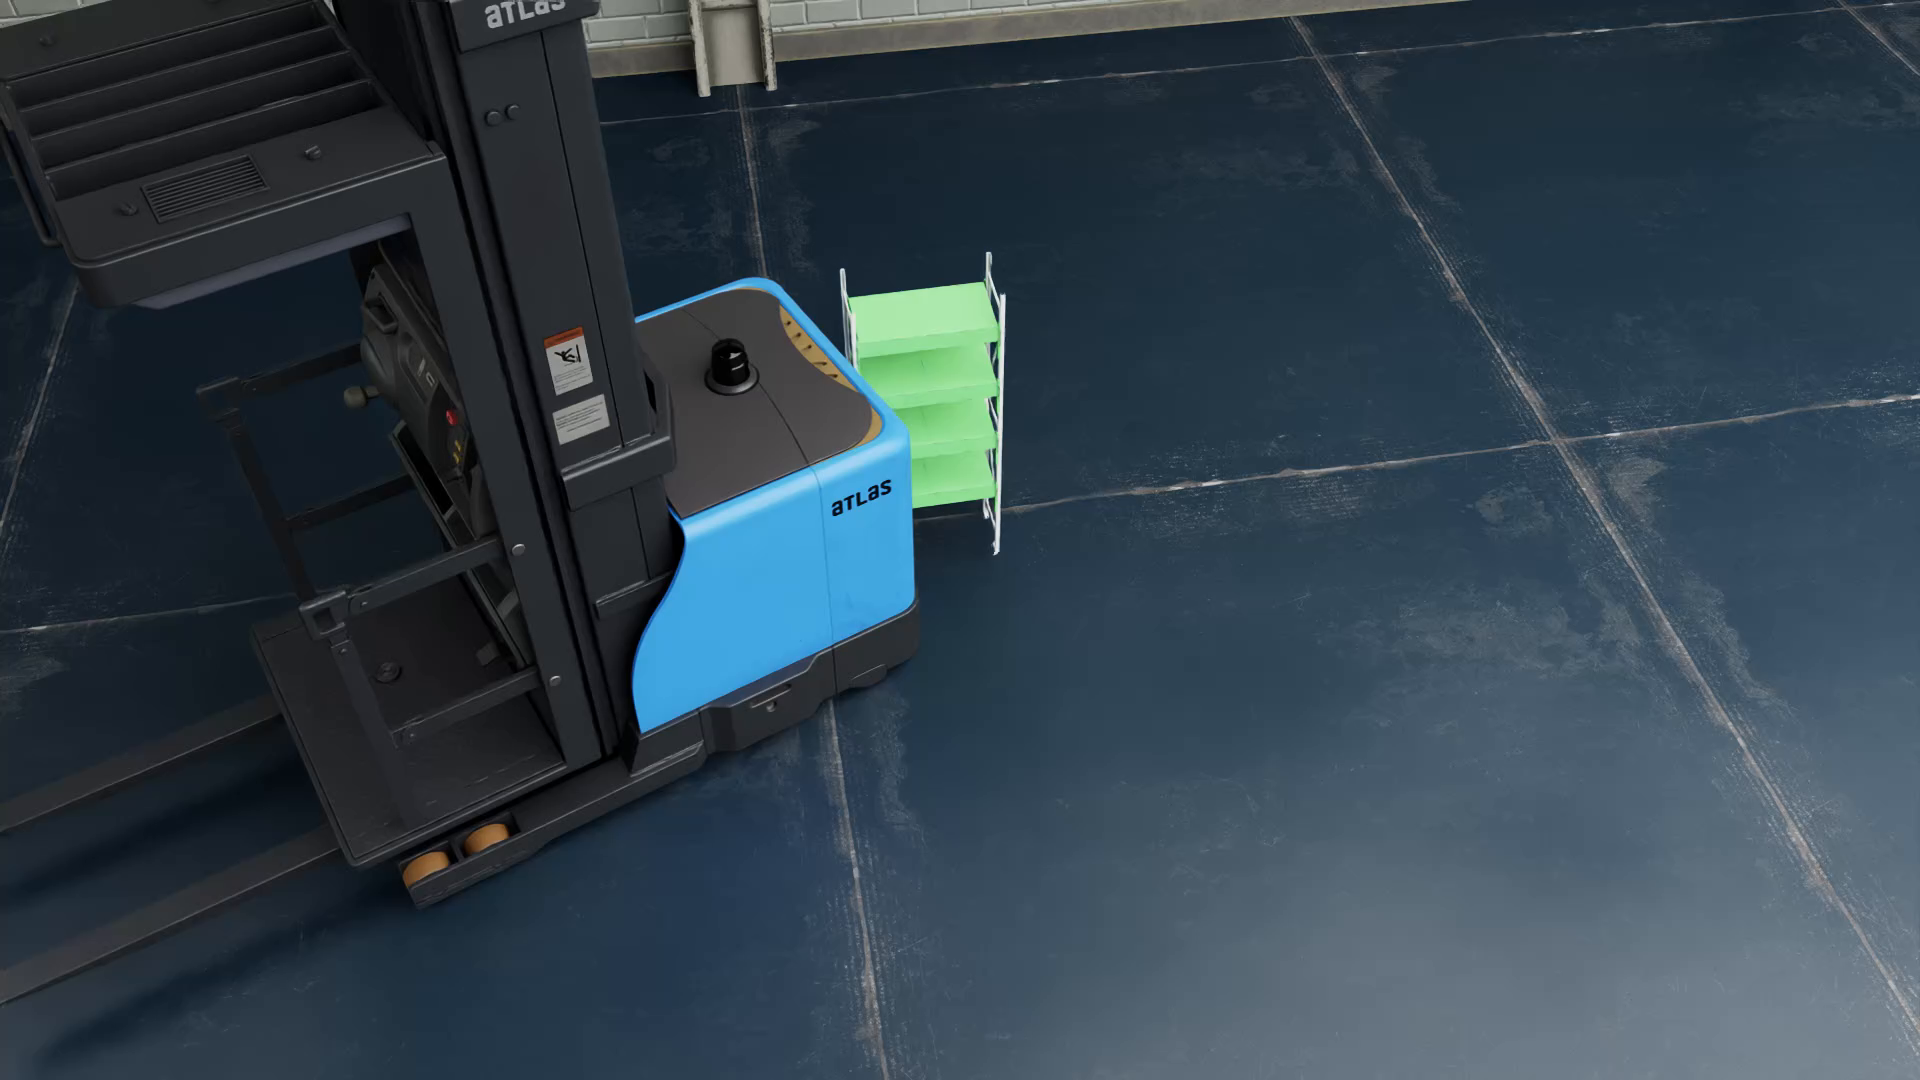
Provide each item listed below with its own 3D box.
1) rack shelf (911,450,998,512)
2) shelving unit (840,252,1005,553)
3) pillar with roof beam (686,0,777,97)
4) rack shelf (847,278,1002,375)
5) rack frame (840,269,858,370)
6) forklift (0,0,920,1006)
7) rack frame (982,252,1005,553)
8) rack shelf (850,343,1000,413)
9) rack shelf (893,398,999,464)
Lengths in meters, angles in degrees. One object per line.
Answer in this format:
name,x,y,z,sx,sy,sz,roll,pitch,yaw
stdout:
rack shelf,-0.124,-0.208,6.039,0.480,0.148,0.258,-8,47,-8
shelving unit,-0.124,-0.418,5.820,0.503,1.200,0.258,-8,47,-8
pillar with roof beam,-0.416,-2.443,2.354,0.400,9.000,9.100,-7,46,-7
rack shelf,-0.124,-0.707,5.520,0.480,0.148,0.258,-8,47,-8
rack frame,-0.363,-0.385,5.787,0.015,1.200,0.240,-8,47,-8
forklift,-1.659,-0.329,4.532,3.031,2.935,1.130,-24,51,-22
rack frame,0.116,-0.452,5.852,0.015,1.200,0.240,-8,47,-8
rack shelf,-0.124,-0.541,5.693,0.480,0.148,0.258,-8,47,-8
rack shelf,-0.124,-0.374,5.866,0.480,0.148,0.258,-8,47,-8
